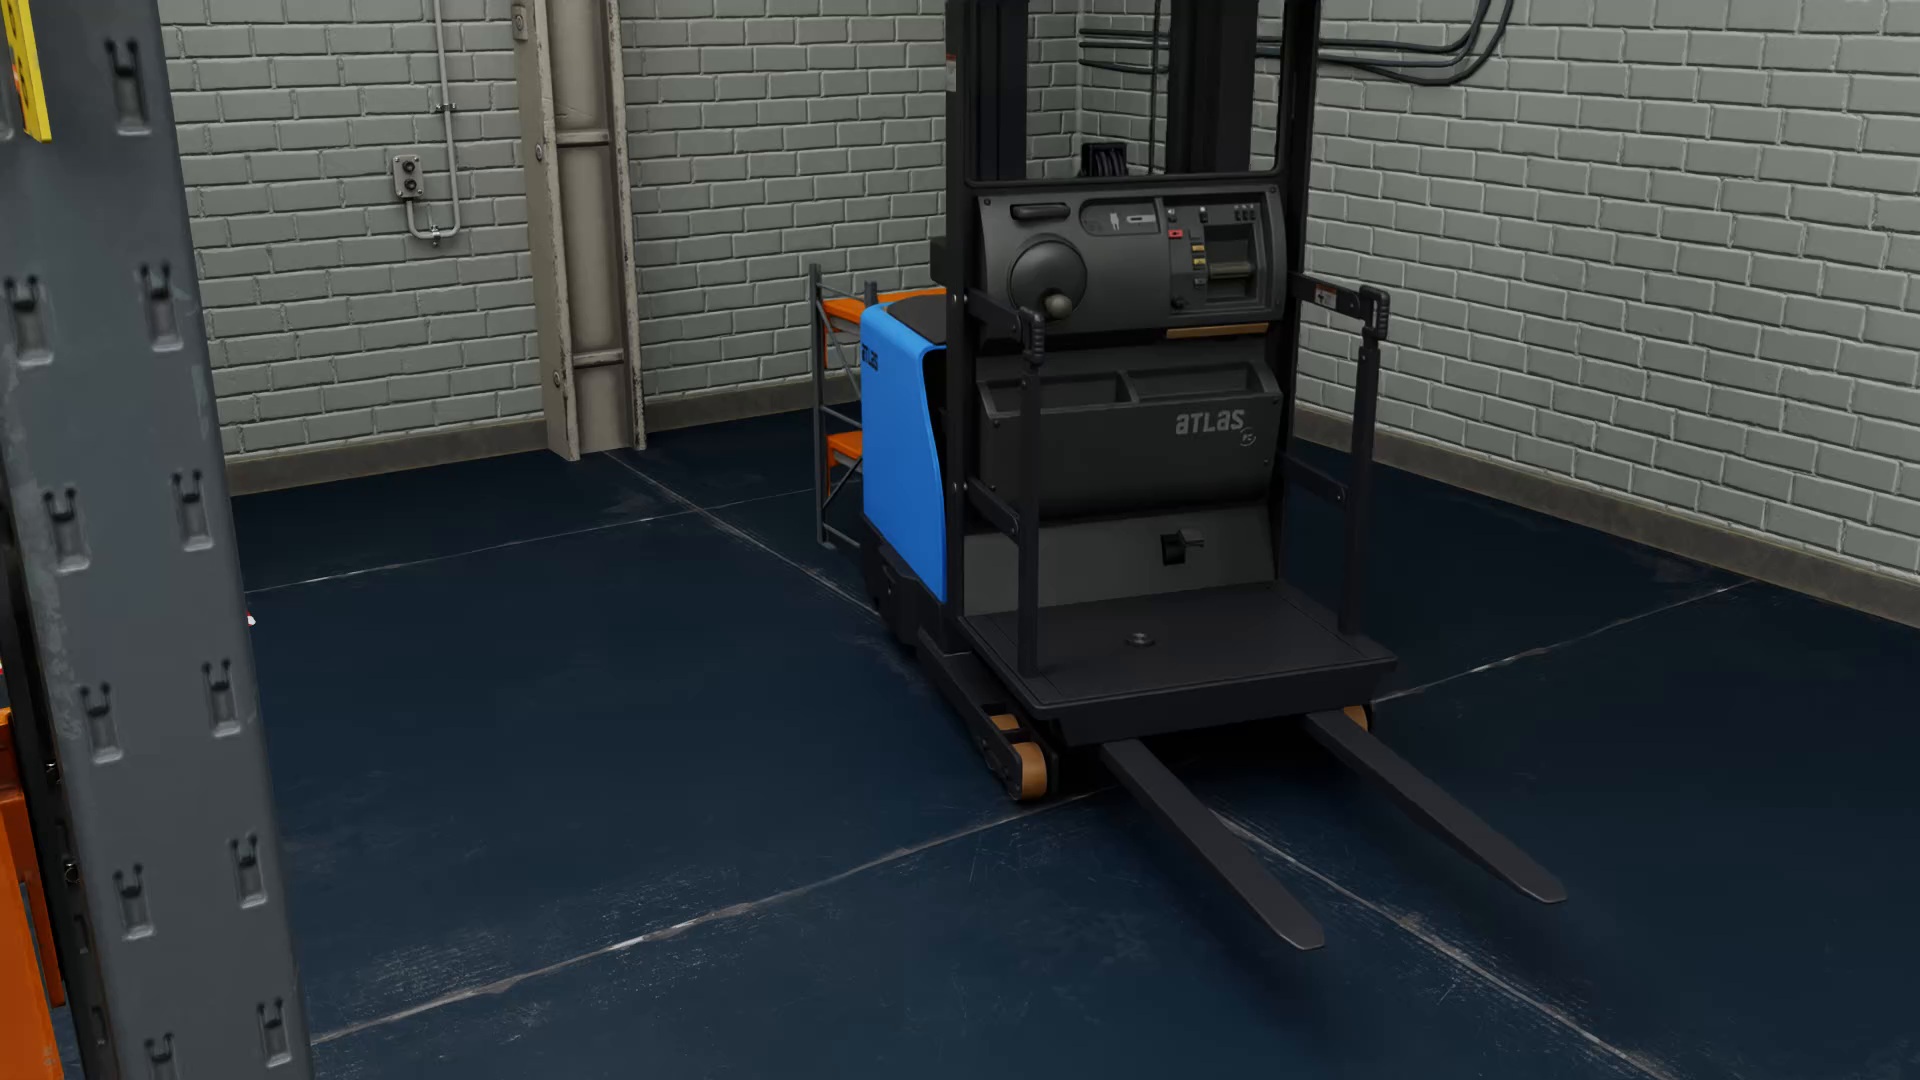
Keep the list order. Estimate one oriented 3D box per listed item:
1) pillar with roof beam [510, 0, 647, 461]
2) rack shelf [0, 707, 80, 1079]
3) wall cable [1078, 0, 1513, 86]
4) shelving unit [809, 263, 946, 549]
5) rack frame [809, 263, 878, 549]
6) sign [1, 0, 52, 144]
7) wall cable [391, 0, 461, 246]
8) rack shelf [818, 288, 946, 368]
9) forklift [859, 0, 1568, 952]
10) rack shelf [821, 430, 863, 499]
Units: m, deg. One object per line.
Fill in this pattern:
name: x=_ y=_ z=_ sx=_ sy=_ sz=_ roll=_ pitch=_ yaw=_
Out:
pillar with roof beam: x=0.606 y=-3.559 z=3.221 sx=0.400 sy=9.000 sz=9.100 roll=-12 pitch=22 yaw=-31
rack shelf: x=-2.484 y=0.856 z=0.653 sx=4.000 sy=0.370 sz=1.077 roll=-12 pitch=22 yaw=-31
wall cable: x=1.379 y=-3.433 z=7.698 sx=0.112 sy=2.526 sz=3.097 roll=-12 pitch=22 yaw=-31
shelving unit: x=0.000 y=-0.543 z=6.596 sx=1.048 sy=1.125 sz=0.538 roll=-11 pitch=21 yaw=-29
rack frame: x=-0.437 y=-0.460 z=6.350 sx=0.032 sy=1.125 sz=0.500 roll=-11 pitch=21 yaw=-29
sign: x=-0.525 y=-0.383 z=0.894 sx=0.005 sy=0.325 sz=0.100 roll=-12 pitch=22 yaw=-31
wall cable: x=-2.992 y=-2.121 z=6.750 sx=1.851 sy=1.984 sz=0.084 roll=-12 pitch=22 yaw=-31
rack shelf: x=0.000 y=-0.821 z=6.502 sx=1.000 sy=0.278 sz=0.538 roll=-11 pitch=21 yaw=-29
forklift: x=0.570 y=-0.809 z=4.561 sx=1.130 sy=2.935 sz=3.031 roll=-6 pitch=20 yaw=-17
rack shelf: x=0.000 y=-0.312 z=6.674 sx=1.000 sy=0.278 sz=0.538 roll=-11 pitch=21 yaw=-29
